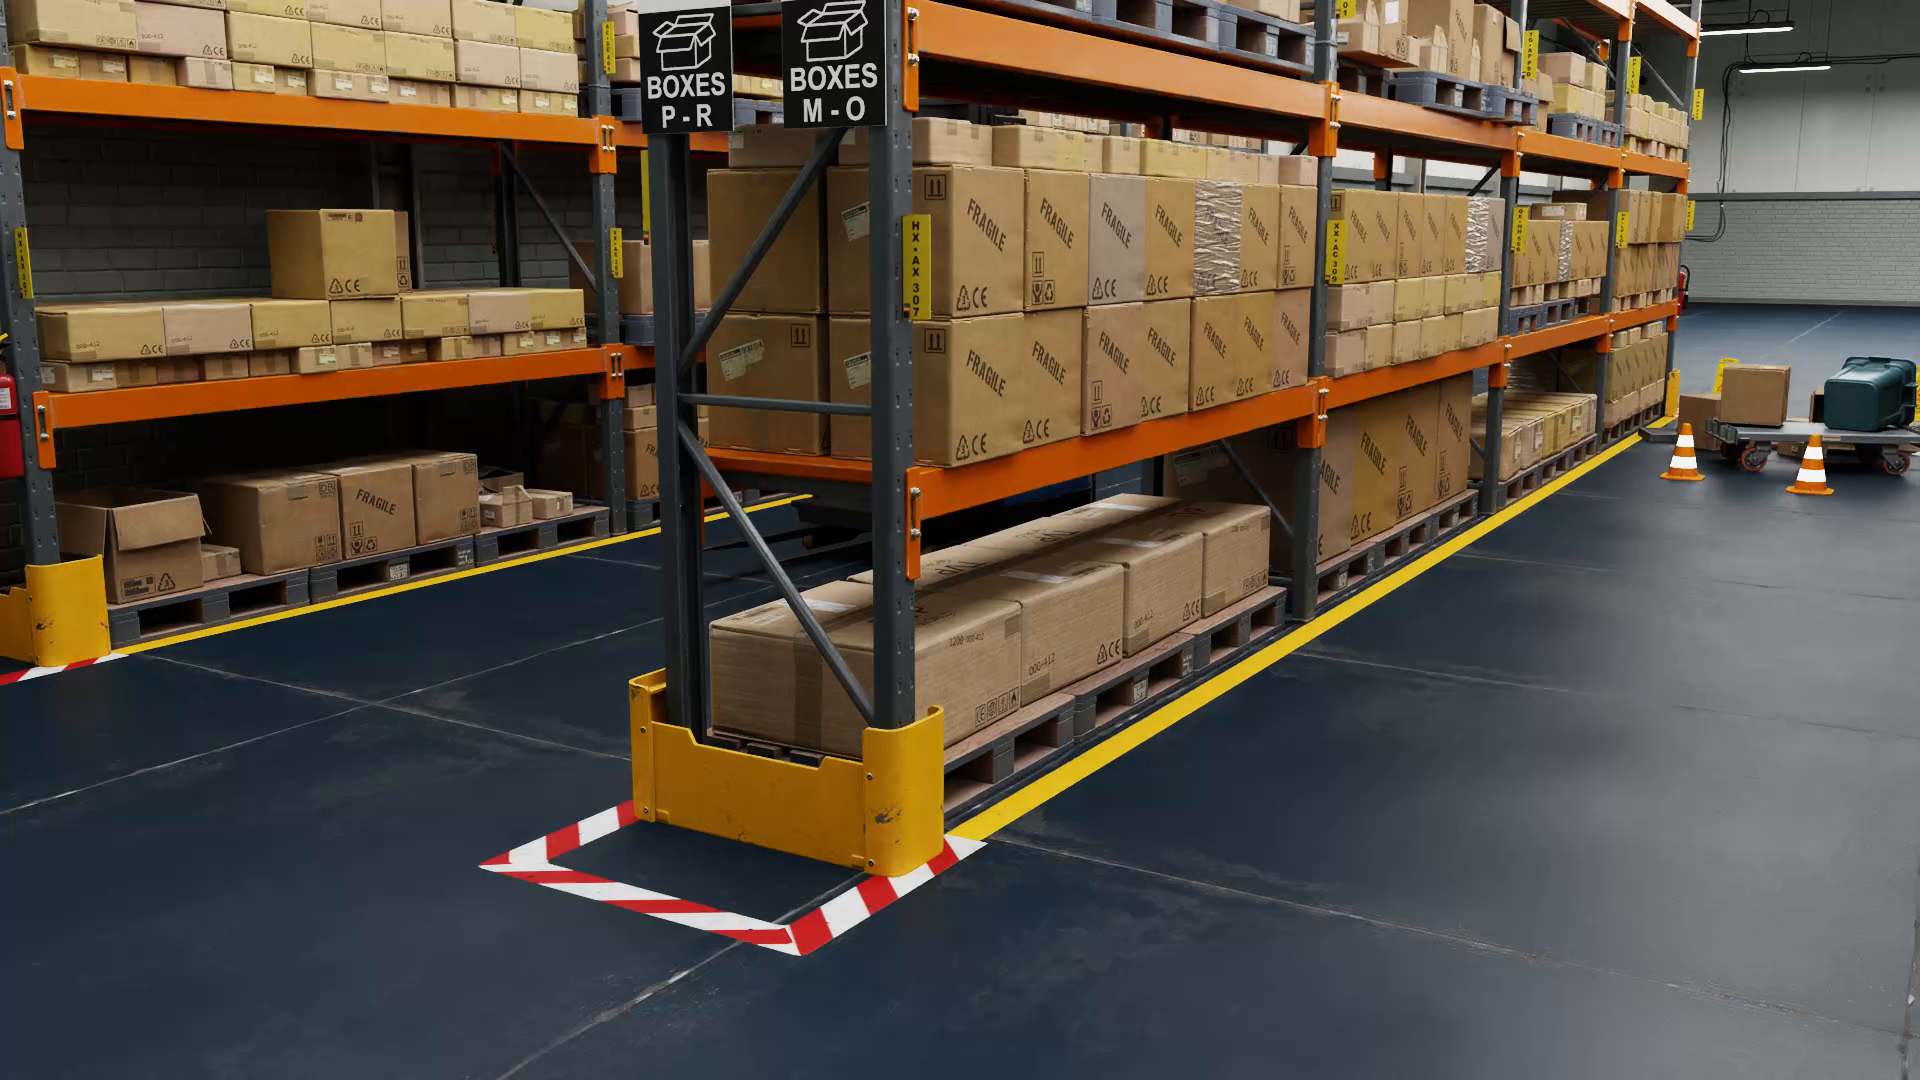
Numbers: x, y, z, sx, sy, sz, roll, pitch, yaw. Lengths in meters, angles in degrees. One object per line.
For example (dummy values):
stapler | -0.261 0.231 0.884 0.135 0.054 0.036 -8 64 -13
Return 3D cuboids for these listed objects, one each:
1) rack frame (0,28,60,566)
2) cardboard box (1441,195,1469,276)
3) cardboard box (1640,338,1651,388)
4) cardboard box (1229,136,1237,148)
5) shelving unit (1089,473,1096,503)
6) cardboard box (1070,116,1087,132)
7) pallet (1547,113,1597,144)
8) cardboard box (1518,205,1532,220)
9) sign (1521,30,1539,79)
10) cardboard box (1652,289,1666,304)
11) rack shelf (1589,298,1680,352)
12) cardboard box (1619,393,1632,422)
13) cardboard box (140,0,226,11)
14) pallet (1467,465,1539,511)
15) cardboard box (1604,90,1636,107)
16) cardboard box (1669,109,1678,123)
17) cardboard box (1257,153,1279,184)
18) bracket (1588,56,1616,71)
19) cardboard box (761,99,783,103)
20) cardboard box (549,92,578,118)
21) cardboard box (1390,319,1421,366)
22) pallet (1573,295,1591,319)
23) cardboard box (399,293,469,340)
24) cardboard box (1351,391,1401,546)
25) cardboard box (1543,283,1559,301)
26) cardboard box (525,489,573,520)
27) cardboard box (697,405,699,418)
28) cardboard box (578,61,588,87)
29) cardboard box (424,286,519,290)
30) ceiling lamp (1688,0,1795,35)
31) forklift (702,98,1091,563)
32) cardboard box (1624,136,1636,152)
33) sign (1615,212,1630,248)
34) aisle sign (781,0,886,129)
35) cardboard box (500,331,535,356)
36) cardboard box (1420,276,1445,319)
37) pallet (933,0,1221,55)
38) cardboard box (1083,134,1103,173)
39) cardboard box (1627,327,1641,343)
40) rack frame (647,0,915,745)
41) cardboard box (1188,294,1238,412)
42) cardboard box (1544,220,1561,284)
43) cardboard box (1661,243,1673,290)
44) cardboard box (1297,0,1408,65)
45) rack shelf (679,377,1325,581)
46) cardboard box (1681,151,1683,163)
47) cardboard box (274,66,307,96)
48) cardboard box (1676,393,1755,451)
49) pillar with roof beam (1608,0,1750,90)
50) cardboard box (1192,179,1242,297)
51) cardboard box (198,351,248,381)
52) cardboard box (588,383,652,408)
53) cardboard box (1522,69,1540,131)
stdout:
rack frame | -4.852 -0.923 8.145 1.000 3.000 0.127 6 12 31
cardboard box | 2.978 -1.982 10.817 0.500 0.500 0.500 6 12 31
cardboard box | 6.970 -1.877 17.535 0.500 0.500 0.500 6 12 29
cardboard box | 3.153 -4.904 20.210 0.396 0.266 0.258 6 12 31
shelving unit | 0.756 -0.752 12.123 0.258 1.200 0.503 8 13 37
cardboard box | 1.067 -4.214 16.846 0.380 0.149 0.250 6 12 31
pallet | 4.675 -3.468 14.100 1.213 0.211 1.003 6 12 31
cardboard box | 5.076 -3.017 15.346 0.380 0.149 0.250 6 12 30
sign | 4.016 -3.420 11.715 0.100 0.325 0.005 6 12 31
cardboard box | 7.392 -2.630 17.950 0.380 0.149 0.250 7 12 32
rack shelf | 6.661 -2.297 17.442 1.077 0.370 4.000 6 12 31
cardboard box | 6.427 -1.343 16.722 0.500 0.250 0.500 7 13 34
cardboard box | -4.126 -2.839 8.472 0.500 0.250 0.500 6 12 30
pallet | 3.953 -0.459 13.248 1.003 0.211 1.213 6 12 31
cardboard box | 6.065 -4.097 15.468 0.380 0.149 0.250 6 12 30
cardboard box | 7.493 -4.548 17.874 0.380 0.149 0.250 6 12 30
cardboard box | 1.352 -1.827 8.227 0.380 0.149 0.250 7 13 32
bracket | 16.649 -12.347 43.086 0.076 0.066 4.783 6 12 31
cardboard box | -1.367 -3.499 13.078 0.380 0.149 0.250 7 13 32
cardboard box | -2.709 -2.818 10.800 0.380 0.149 0.250 6 12 30
cardboard box | 2.470 -1.209 10.082 0.500 0.250 0.500 6 12 30
pallet | 5.102 -2.136 15.146 1.003 0.211 1.213 6 12 31
cardboard box | -3.348 -1.363 10.099 0.500 0.250 0.500 6 12 30
cardboard box | 2.185 -0.488 10.457 0.875 0.875 0.875 7 13 32
cardboard box | 4.754 -2.073 13.831 0.380 0.149 0.250 7 13 32
cardboard box | -2.813 -0.241 11.111 0.380 0.149 0.250 6 12 29
cardboard box | -2.160 -0.972 12.296 0.380 0.149 0.250 6 12 28
cardboard box | -2.677 -3.212 11.494 0.380 0.149 0.250 6 12 31
cardboard box | -3.263 -1.572 11.213 0.500 0.250 0.500 6 12 30
ceiling lamp | 15.222 -11.457 32.251 2.000 3.185 0.800 6 12 31
forklift | -0.386 -1.350 10.616 1.130 2.935 3.031 8 13 37
cardboard box | 6.180 -3.748 15.770 0.380 0.149 0.250 6 12 31
sign | 6.099 -2.853 15.309 0.100 0.325 0.005 6 12 31
aisle sign | -0.397 -1.688 5.167 0.394 0.787 0.004 6 12 31
cardboard box | -2.955 -1.268 10.671 0.380 0.149 0.250 7 13 32
cardboard box | 2.731 -1.533 10.457 0.500 0.250 0.500 6 12 29
pallet | 0.401 -2.190 7.005 1.003 0.211 1.213 6 12 31
cardboard box | 0.334 -1.505 6.505 0.380 0.149 0.250 7 12 31
cardboard box | 6.679 -2.083 16.874 0.380 0.149 0.250 7 13 34
rack frame | -0.607 -0.449 5.615 1.000 3.000 0.127 6 12 31
cardboard box | 0.936 -0.868 7.581 0.500 0.500 0.500 6 12 30
cardboard box | 4.512 -2.324 13.411 0.500 0.500 0.500 7 12 32
cardboard box | 7.389 -2.971 18.005 0.500 0.500 0.500 6 12 31
cardboard box | 2.175 -2.919 9.244 0.500 0.500 0.500 6 12 30
rack shelf | 0.431 -0.410 7.361 1.077 0.370 4.000 6 12 31
cardboard box | 7.753 -4.233 18.361 0.380 0.149 0.250 6 12 31
cardboard box | -3.803 -2.500 9.101 0.380 0.149 0.250 6 12 30
cardboard box | 7.342 -1.147 16.131 0.500 0.500 0.500 -4 11 -18
pillar with roof beam | 21.578 -10.671 43.914 9.100 9.000 0.548 6 12 31
cardboard box | 0.934 -1.358 7.482 0.500 0.500 0.500 7 12 31
cardboard box | -4.064 -0.948 8.961 0.380 0.149 0.250 7 13 32
cardboard box | -2.413 -1.031 11.806 0.380 0.149 0.250 6 12 30
cardboard box | 4.047 -3.379 12.841 0.700 0.500 0.500 6 12 31
